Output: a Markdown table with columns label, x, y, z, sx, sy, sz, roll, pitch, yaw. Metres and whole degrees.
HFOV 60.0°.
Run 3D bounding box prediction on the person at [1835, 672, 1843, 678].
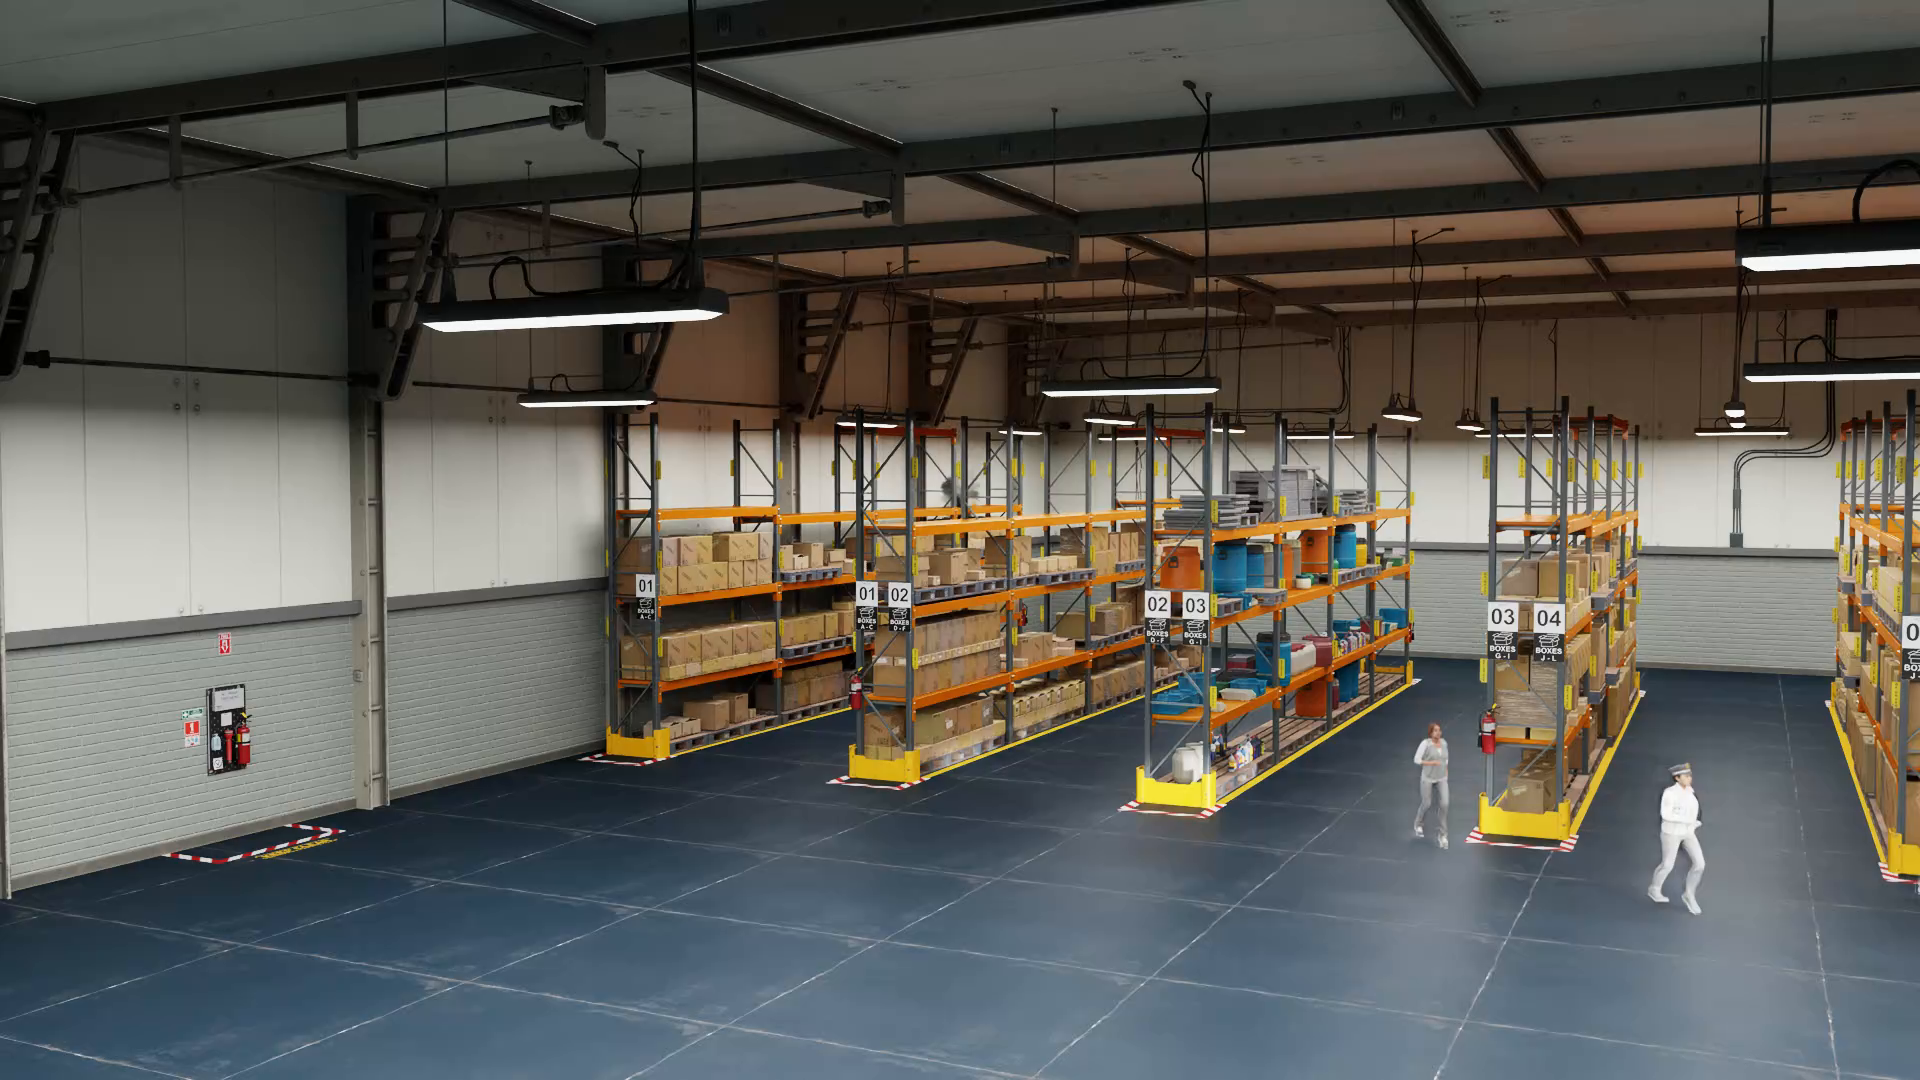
| label | x | y | z | sx | sy | sz | roll | pitch | yaw |
| --- | --- | --- | --- | --- | --- | --- | --- | --- | --- |
| person | 19.388 | 2.627 | 36.025 | 0.803 | 1.814 | 0.696 | 1 | 2 | 14 |

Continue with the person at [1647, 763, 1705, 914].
| label | x | y | z | sx | sy | sz | roll | pitch | yaw |
| --- | --- | --- | --- | --- | --- | --- | --- | --- | --- |
| person | 8.160 | 3.370 | 18.880 | 0.561 | 1.728 | 0.771 | -1 | 3 | -19 |

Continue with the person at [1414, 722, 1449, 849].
| label | x | y | z | sx | sy | sz | roll | pitch | yaw |
| --- | --- | --- | --- | --- | --- | --- | --- | --- | --- |
| person | 6.335 | 3.256 | 22.287 | 0.535 | 1.639 | 0.710 | 0 | 2 | -6 |
